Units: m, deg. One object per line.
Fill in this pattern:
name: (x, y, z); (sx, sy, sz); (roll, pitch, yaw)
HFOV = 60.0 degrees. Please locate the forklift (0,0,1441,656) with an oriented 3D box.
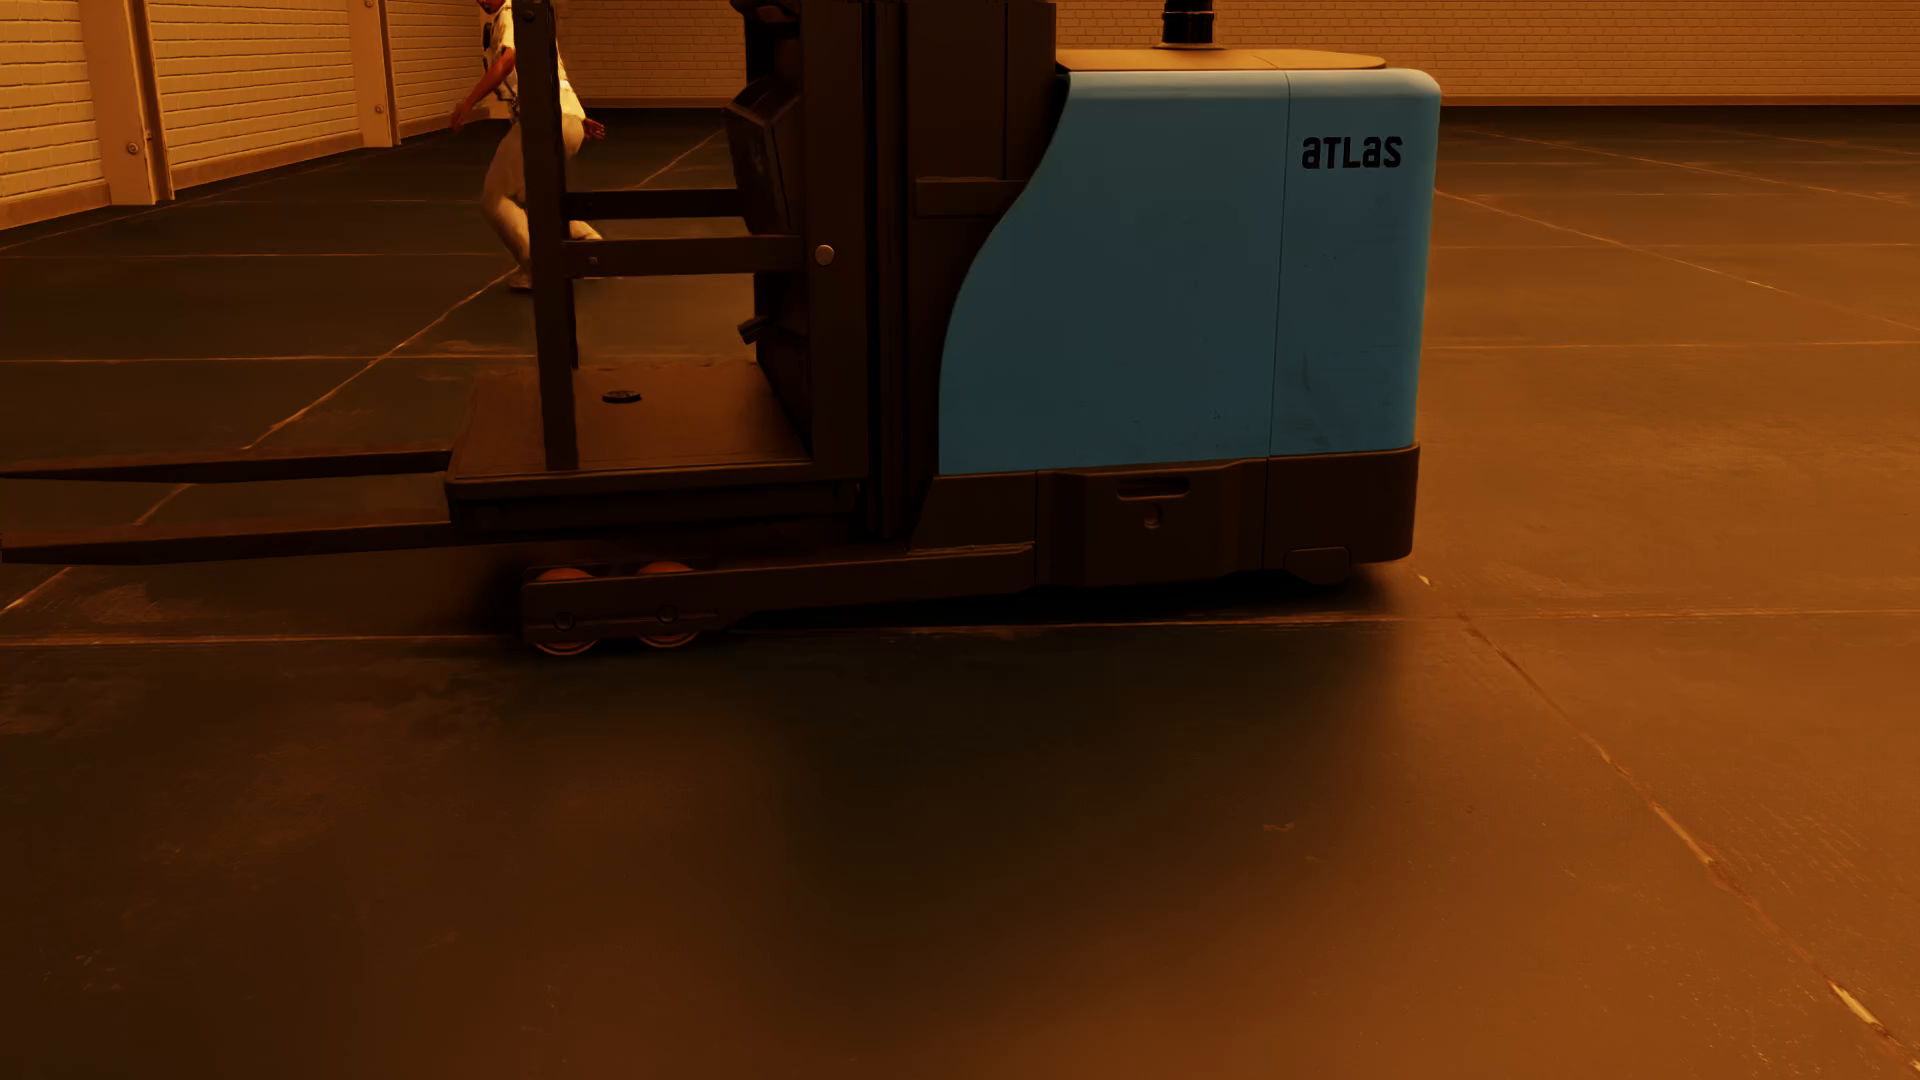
forklift: (-0.594, -1.348, 3.315); (3.031, 2.935, 1.130); (-4, 17, -12)

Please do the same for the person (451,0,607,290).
person: (-1.971, -1.897, 7.687); (0.505, 1.531, 0.908); (3, 17, 9)
